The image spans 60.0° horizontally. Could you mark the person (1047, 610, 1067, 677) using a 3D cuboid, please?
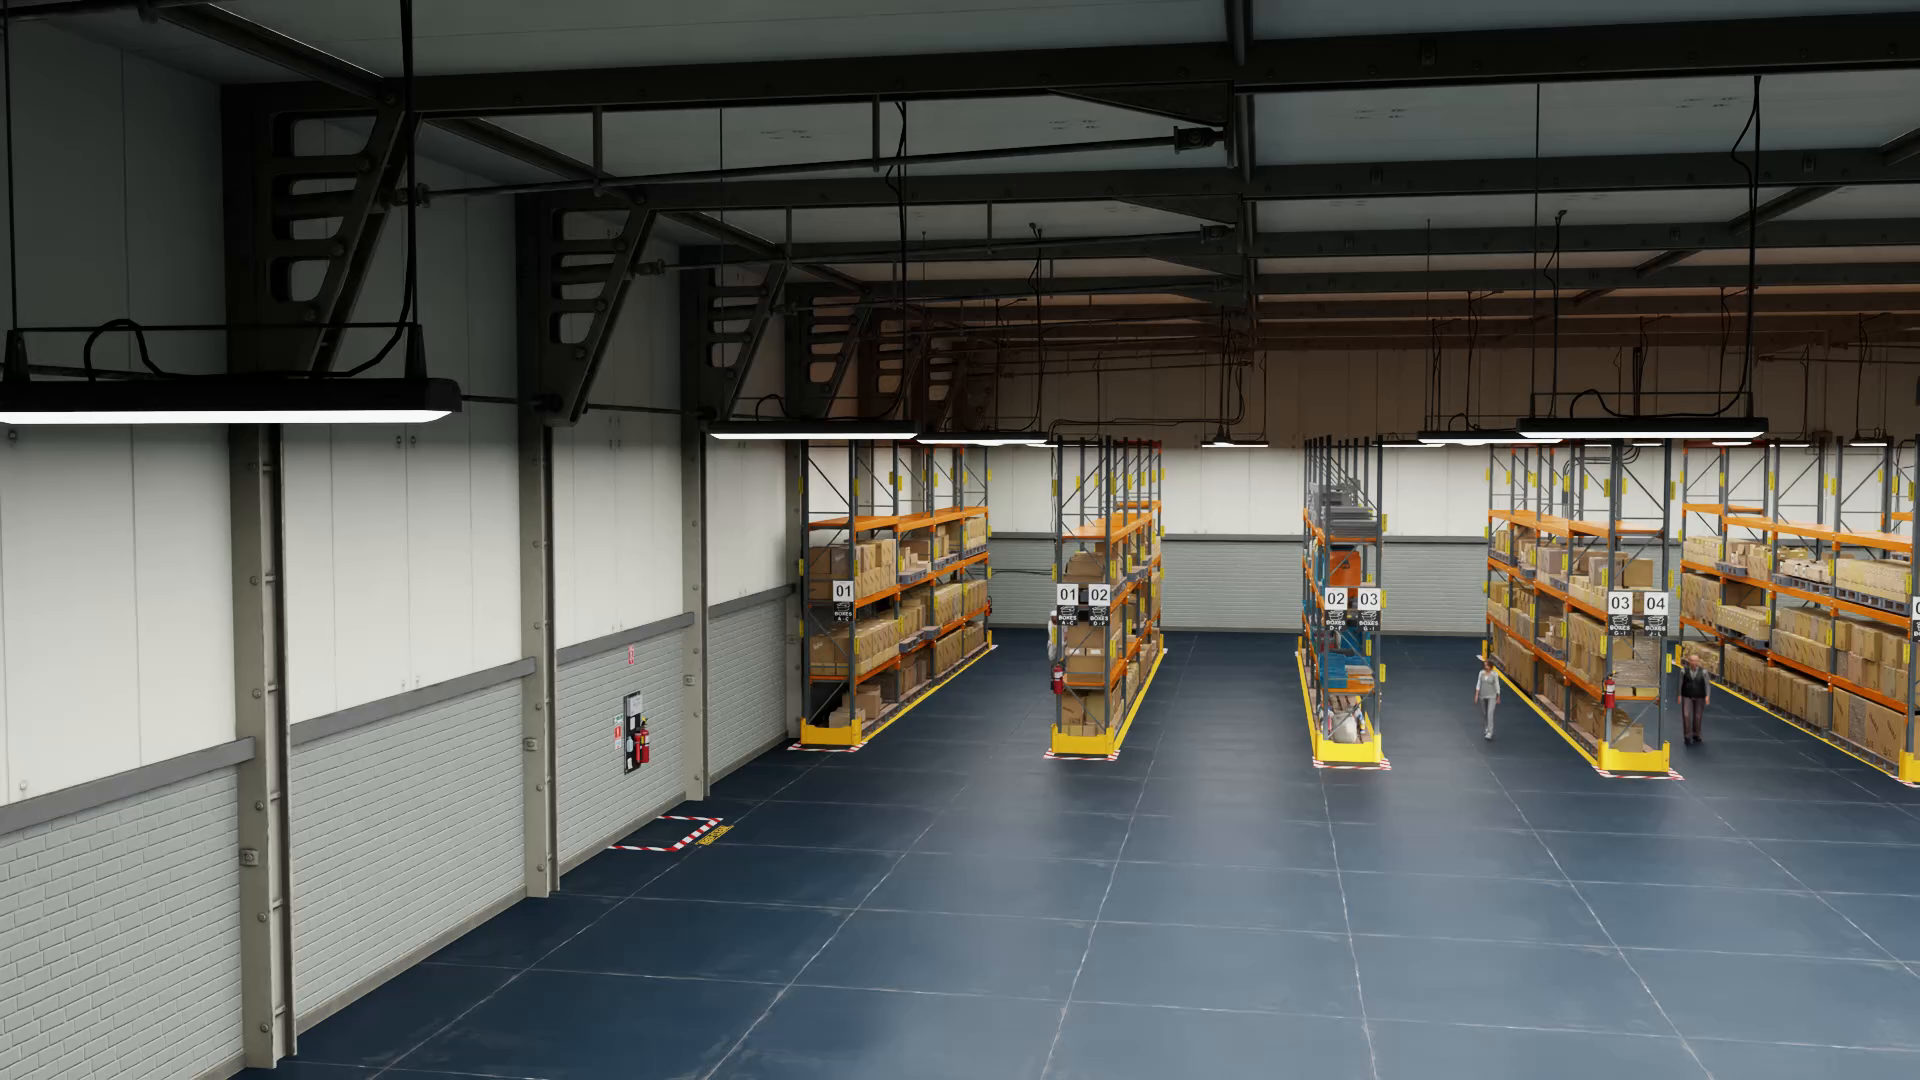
[{"bbox_3d":[2.466,2.610,41.986,0.607,1.694,0.798,1,3,24],"label":"person"}]

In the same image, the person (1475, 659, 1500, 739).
[{"bbox_3d":[10.515,3.146,33.119,0.438,1.568,0.805,3,4,43],"label":"person"}]

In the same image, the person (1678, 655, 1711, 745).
[{"bbox_3d":[14.336,3.115,32.483,0.591,1.748,0.632,1,3,26],"label":"person"}]
